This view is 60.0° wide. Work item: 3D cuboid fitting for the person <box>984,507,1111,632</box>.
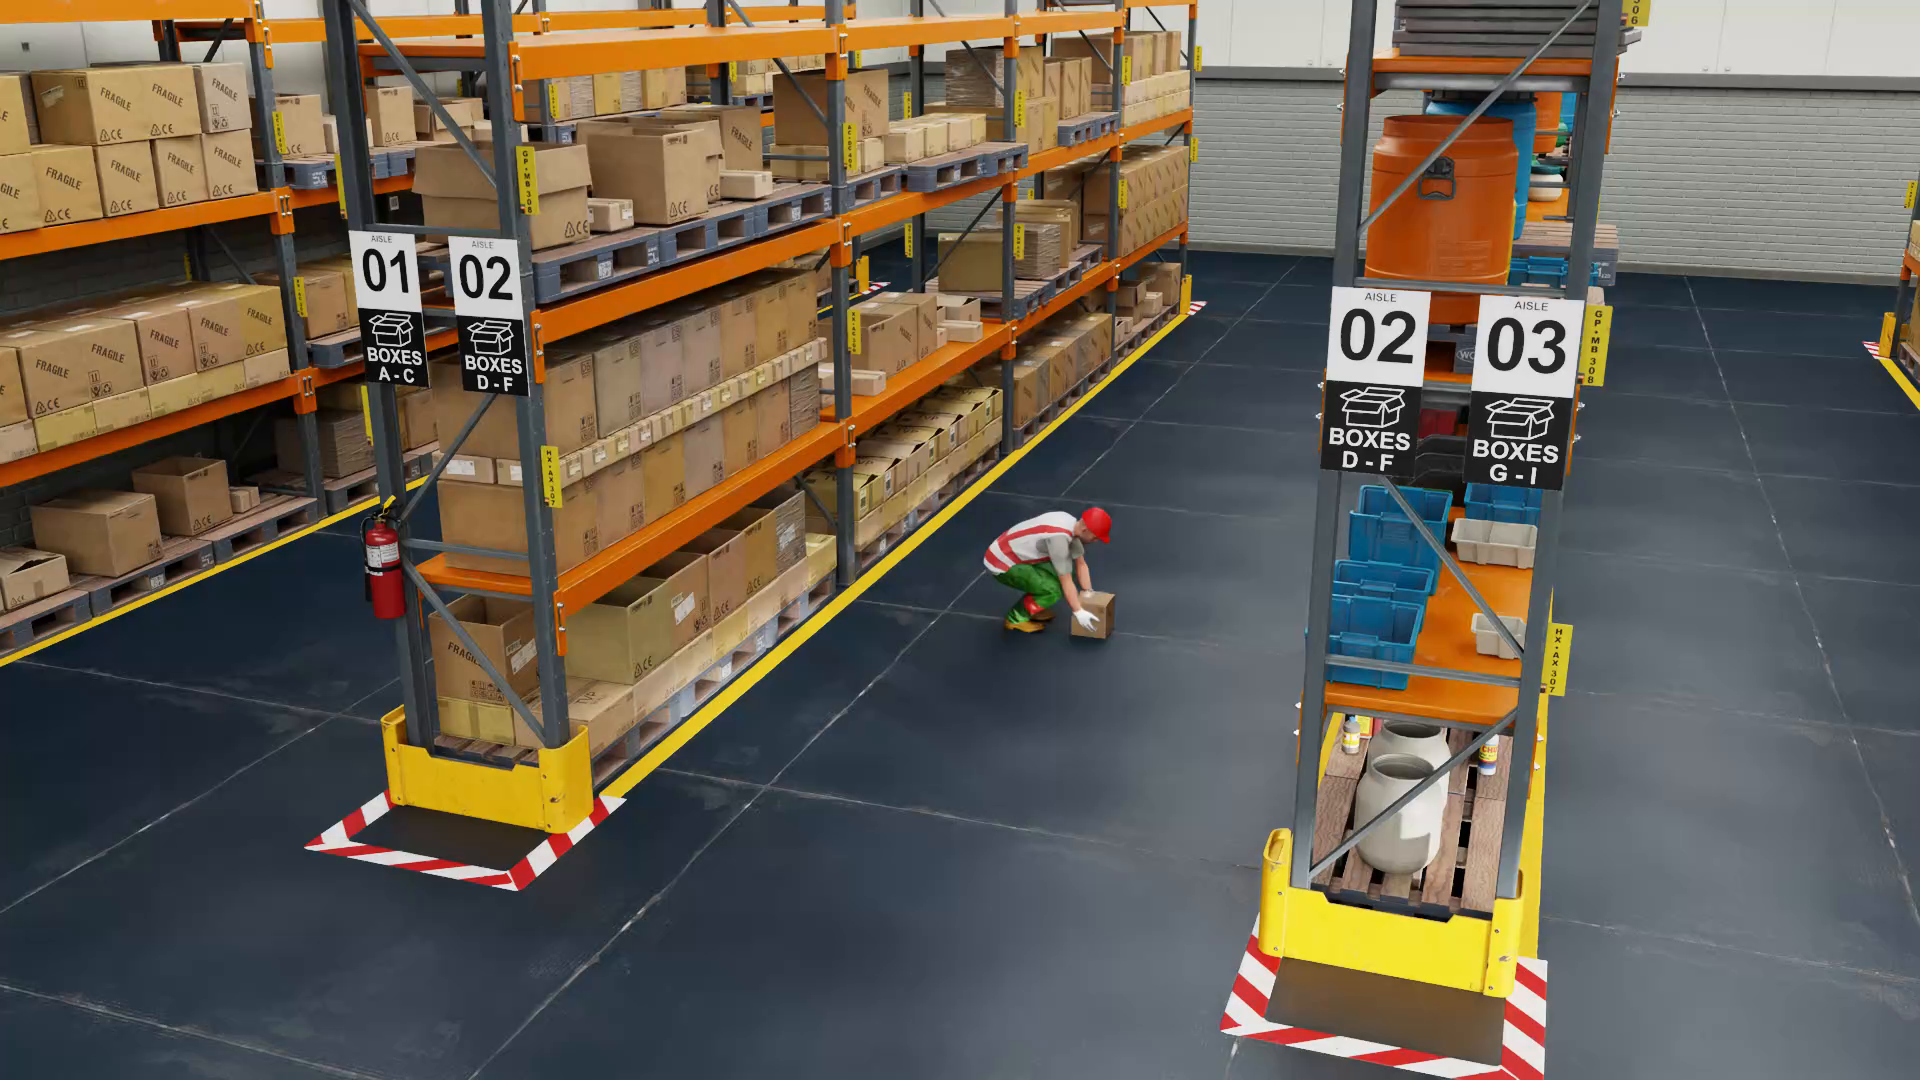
[{"bbox_3d":[0.627,0.181,11.883,0.887,0.906,0.571,6,19,18],"label":"person"}]
